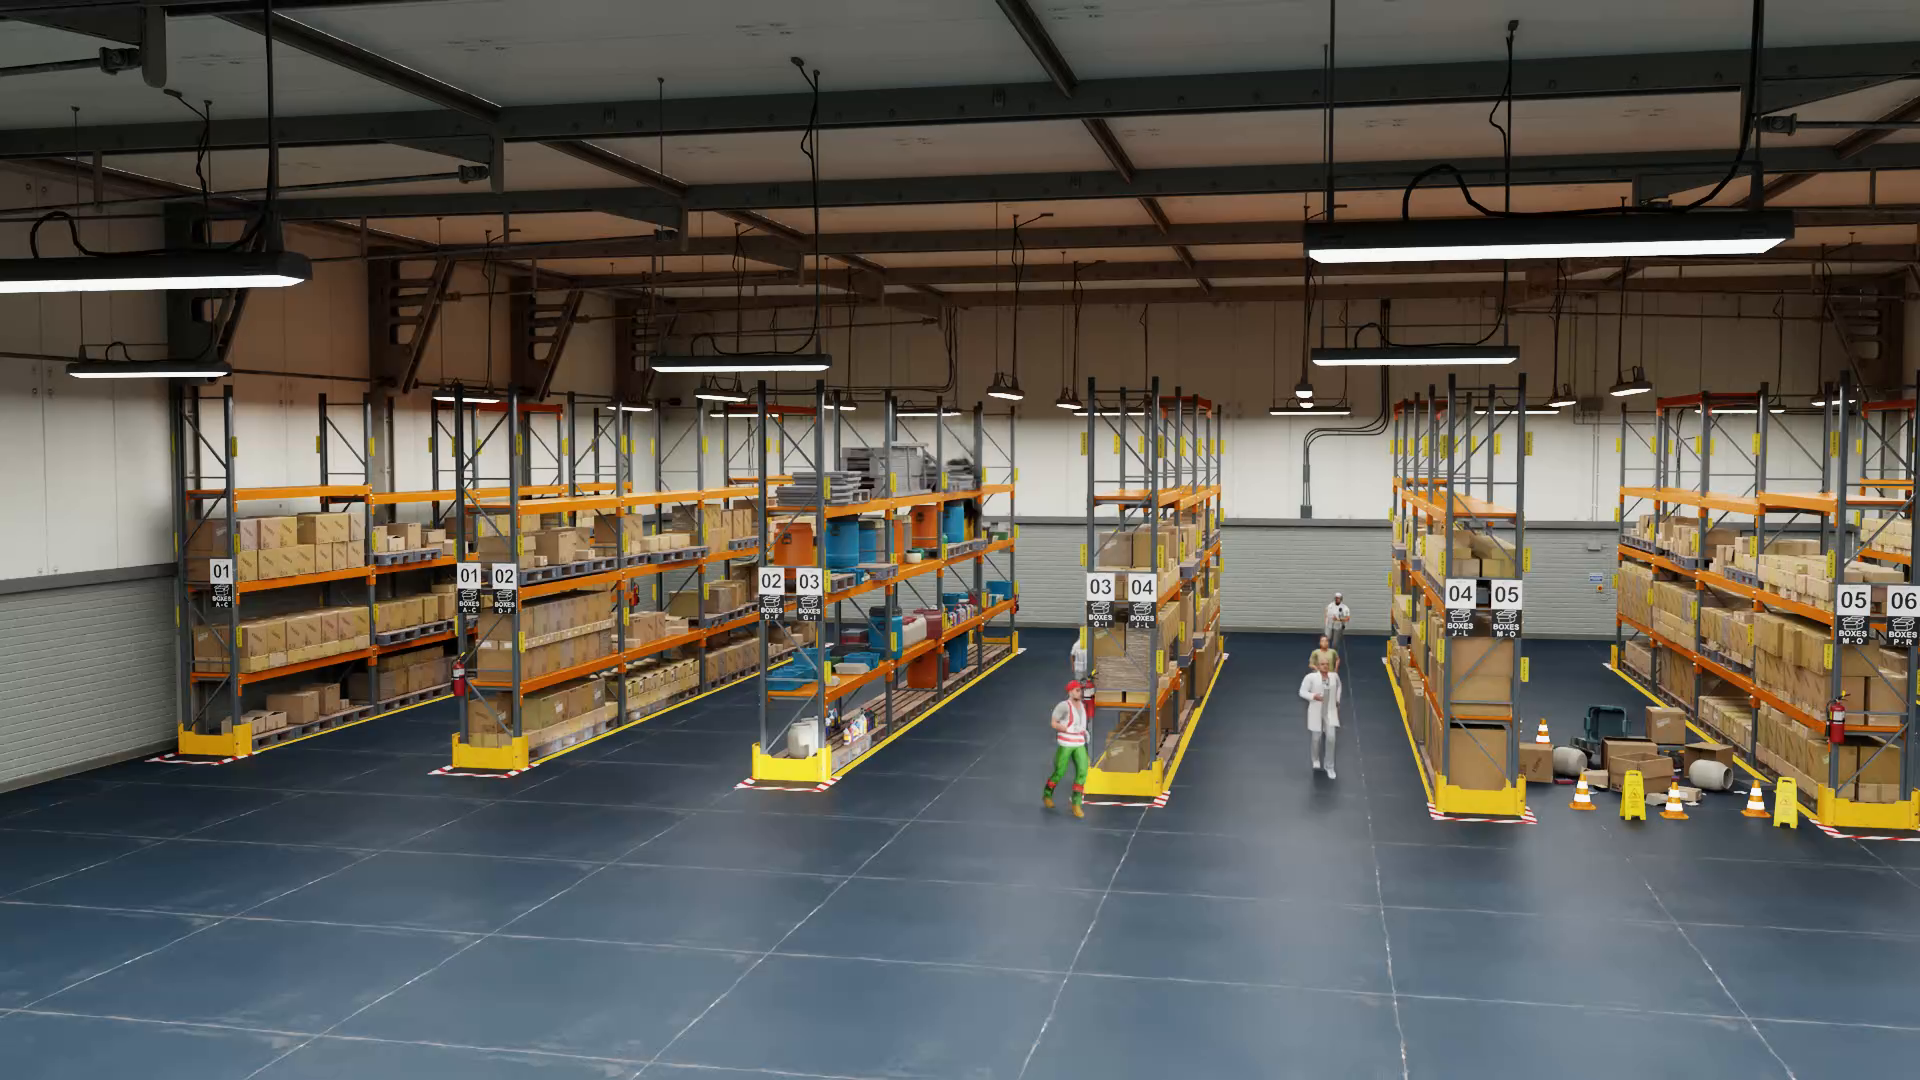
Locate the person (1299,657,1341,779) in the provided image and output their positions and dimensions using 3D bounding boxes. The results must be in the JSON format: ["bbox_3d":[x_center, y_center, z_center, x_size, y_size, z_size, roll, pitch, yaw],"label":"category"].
[{"bbox_3d":[5.519,2.698,25.433,0.684,1.843,0.864,0,3,3],"label":"person"}]

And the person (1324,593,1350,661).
[{"bbox_3d":[8.679,2.046,38.300,0.624,1.668,0.872,2,4,26],"label":"person"}]

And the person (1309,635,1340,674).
[{"bbox_3d":[6.464,2.526,29.487,0.556,1.710,0.711,0,3,8],"label":"person"}]

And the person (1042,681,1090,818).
[{"bbox_3d":[1.521,2.821,22.732,0.690,1.803,0.852,-2,4,-33],"label":"person"}]

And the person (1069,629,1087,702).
[{"bbox_3d":[2.319,2.432,31.052,0.581,1.654,0.685,1,3,10],"label":"person"}]
